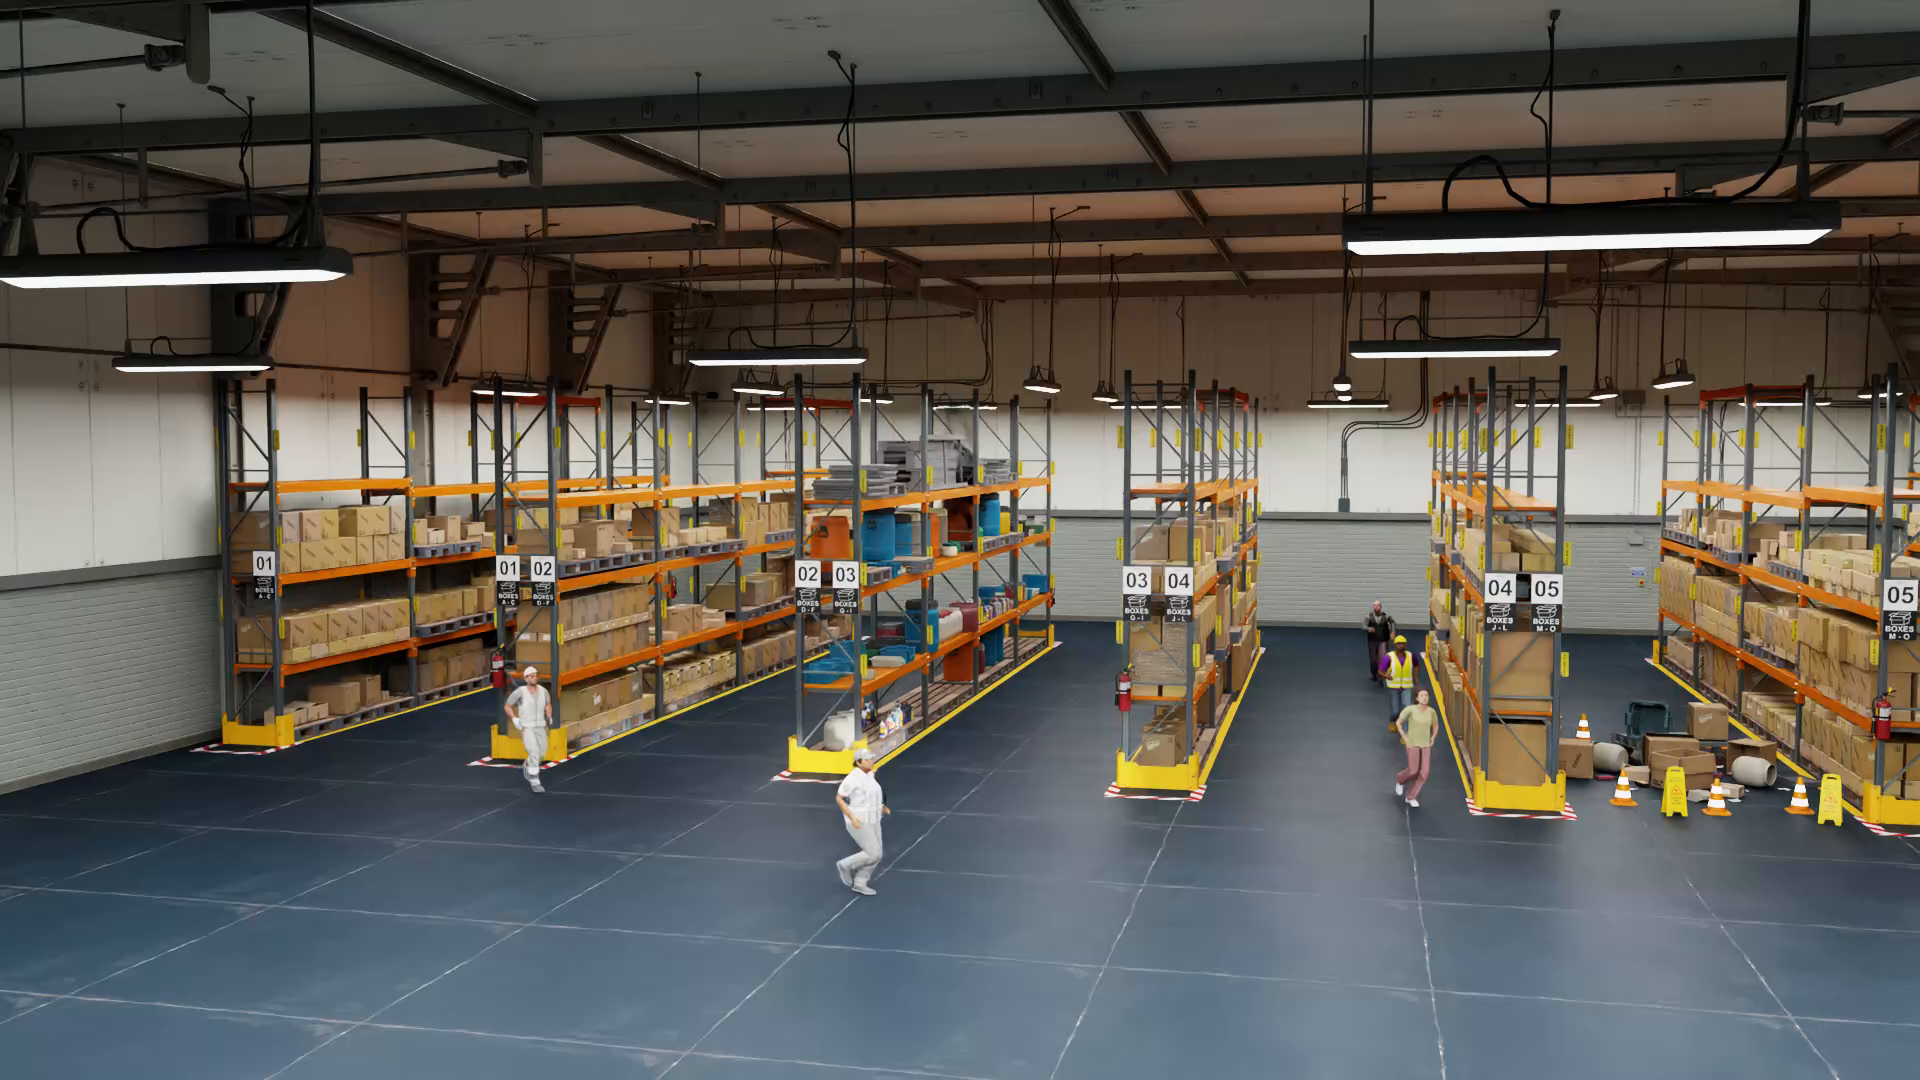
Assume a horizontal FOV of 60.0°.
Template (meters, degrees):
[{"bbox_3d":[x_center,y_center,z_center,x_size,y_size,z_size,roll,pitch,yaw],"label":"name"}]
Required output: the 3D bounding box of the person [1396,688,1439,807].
[{"bbox_3d":[6.305,2.826,22.879,0.597,1.617,0.550,0,3,-7],"label":"person"}]

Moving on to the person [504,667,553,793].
[{"bbox_3d":[-6.157,2.690,23.798,0.680,1.769,0.756,-3,5,-43],"label":"person"}]

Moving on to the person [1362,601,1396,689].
[{"bbox_3d":[8.529,2.118,33.923,0.659,1.742,0.882,1,4,18],"label":"person"}]

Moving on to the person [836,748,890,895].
[{"bbox_3d":[-1.047,3.099,18.295,0.547,1.624,0.607,2,4,27],"label":"person"}]

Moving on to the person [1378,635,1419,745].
[{"bbox_3d":[7.290,2.458,27.565,0.700,1.762,0.957,0,3,5],"label":"person"}]
